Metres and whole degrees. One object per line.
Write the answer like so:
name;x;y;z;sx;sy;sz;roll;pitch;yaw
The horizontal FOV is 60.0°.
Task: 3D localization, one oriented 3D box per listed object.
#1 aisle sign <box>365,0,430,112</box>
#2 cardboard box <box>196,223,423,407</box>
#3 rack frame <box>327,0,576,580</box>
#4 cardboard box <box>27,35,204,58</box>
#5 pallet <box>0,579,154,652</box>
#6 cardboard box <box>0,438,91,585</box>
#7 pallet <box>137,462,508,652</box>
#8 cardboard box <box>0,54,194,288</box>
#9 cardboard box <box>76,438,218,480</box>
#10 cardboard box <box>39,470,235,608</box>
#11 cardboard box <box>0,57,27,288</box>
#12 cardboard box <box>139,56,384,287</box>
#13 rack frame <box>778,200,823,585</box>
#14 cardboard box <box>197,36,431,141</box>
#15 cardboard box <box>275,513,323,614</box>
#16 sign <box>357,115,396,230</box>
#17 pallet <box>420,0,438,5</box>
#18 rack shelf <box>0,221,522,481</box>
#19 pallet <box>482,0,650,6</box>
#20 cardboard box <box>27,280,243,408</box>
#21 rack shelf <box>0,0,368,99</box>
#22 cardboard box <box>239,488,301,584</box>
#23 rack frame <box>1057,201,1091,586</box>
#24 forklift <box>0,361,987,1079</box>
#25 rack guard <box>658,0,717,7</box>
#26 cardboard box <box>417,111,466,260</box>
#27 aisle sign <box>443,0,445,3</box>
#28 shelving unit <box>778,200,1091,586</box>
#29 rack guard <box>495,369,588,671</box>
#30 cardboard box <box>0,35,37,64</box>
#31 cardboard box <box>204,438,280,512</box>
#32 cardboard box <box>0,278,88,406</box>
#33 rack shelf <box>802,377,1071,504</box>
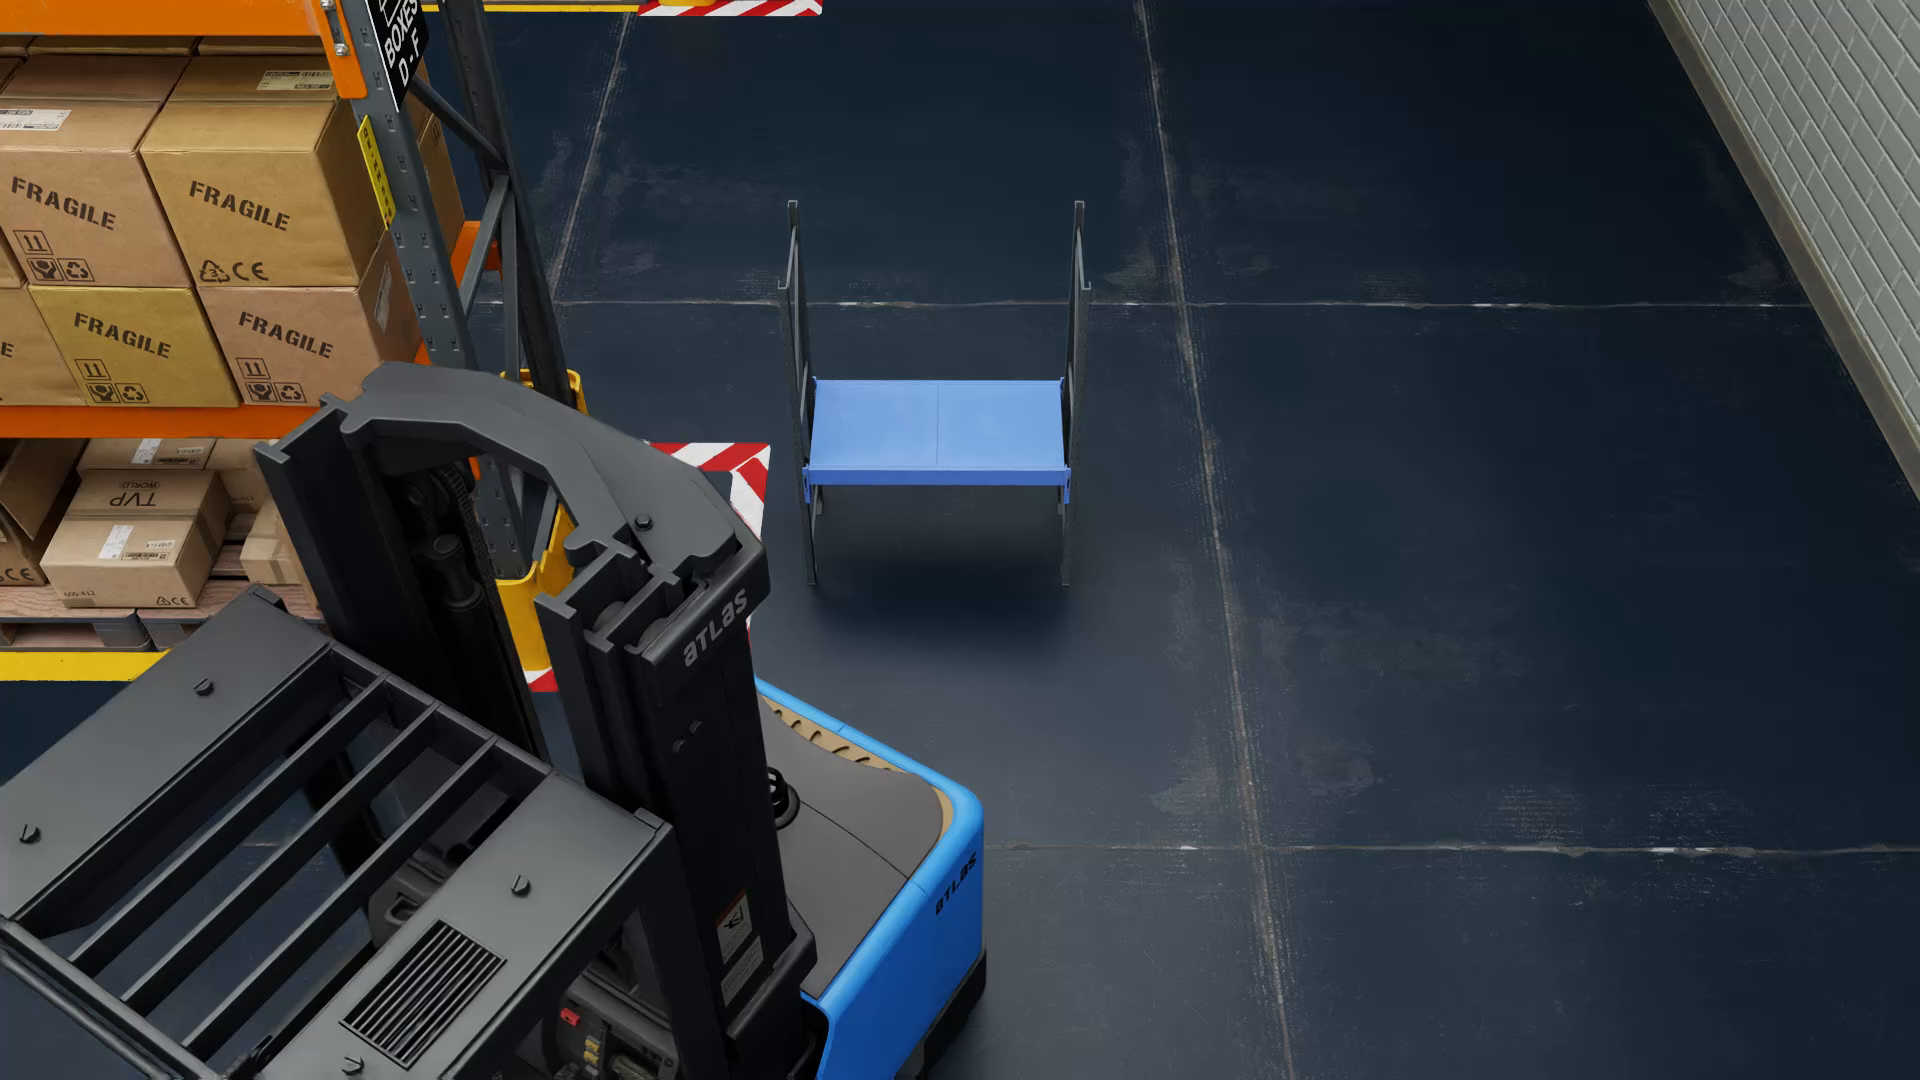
aisle sign;-1.574;-1.611;4.505;0.004;0.787;0.394;0;47;0
cardboard box;-2.090;-0.786;5.445;0.500;0.500;0.500;1;47;1
rack frame;-1.641;-0.950;5.666;0.127;3.000;1.000;0;47;0
cardboard box;-2.607;-1.515;5.440;0.500;0.500;0.500;1;47;1
pallet;-3.732;-0.007;6.693;1.213;0.211;1.003;0;47;0
cardboard box;-3.763;-0.259;6.427;0.637;0.503;0.797;0;47;0
pallet;-2.515;-0.002;6.688;1.213;0.211;1.003;0;47;0
cardboard box;-2.593;-1.125;5.078;0.500;0.500;0.500;1;47;1
cardboard box;-3.184;-0.375;6.708;0.500;0.250;0.500;0;47;0
cardboard box;-3.136;-0.009;6.368;0.500;0.250;0.500;0;47;0
cardboard box;-3.111;-1.123;5.076;0.500;0.500;0.500;1;47;1
cardboard box;-2.088;-1.125;5.077;0.500;0.500;0.500;0;47;0
rack frame;-0.594;-0.513;6.283;0.032;1.500;0.500;0;47;0
cardboard box;-2.084;-1.519;5.444;0.500;0.500;0.500;1;47;1
cardboard box;-2.186;-0.069;6.253;0.500;0.500;0.500;0;47;0
sign;-1.664;-1.046;4.748;0.005;0.325;0.100;0;47;0
pallet;-3.643;-3.576;10.015;1.213;0.211;1.003;0;47;0
rack shelf;-3.641;-0.710;5.934;4.000;0.370;1.077;0;47;0
pallet;-2.427;-3.571;10.010;1.213;0.211;1.003;0;47;0
cardboard box;-2.609;-0.785;5.444;0.500;0.500;0.500;1;47;0
rack shelf;-3.641;-1.732;4.836;4.000;0.370;1.077;0;47;0
cardboard box;-2.591;-0.023;6.438;0.250;0.166;0.380;0;47;0
rack frame;0.423;-0.510;6.281;0.032;1.500;0.500;0;47;0
forklift;-1.131;1.185;3.725;1.130;2.935;3.031;25;52;21
rack guard;-1.603;-3.724;9.956;0.348;0.500;1.175;0;47;0
cardboard box;-2.084;-1.178;5.810;0.500;0.500;0.500;1;47;1
aisle sign;-1.572;-2.051;4.914;0.004;0.787;0.394;0;47;0
shelving unit;-0.085;-0.511;6.282;1.048;1.500;0.538;0;47;0
rack guard;-1.717;-0.099;6.581;0.348;0.500;1.175;0;47;0
cardboard box;-3.107;-1.520;5.445;0.500;0.500;0.500;1;47;1
cardboard box;-2.684;-0.374;6.707;0.500;0.250;0.500;0;47;0
cardboard box;-3.108;-0.790;5.449;0.500;0.500;0.500;0;47;0
rack shelf;-0.085;-0.389;6.414;1.000;0.185;0.538;0;47;0
